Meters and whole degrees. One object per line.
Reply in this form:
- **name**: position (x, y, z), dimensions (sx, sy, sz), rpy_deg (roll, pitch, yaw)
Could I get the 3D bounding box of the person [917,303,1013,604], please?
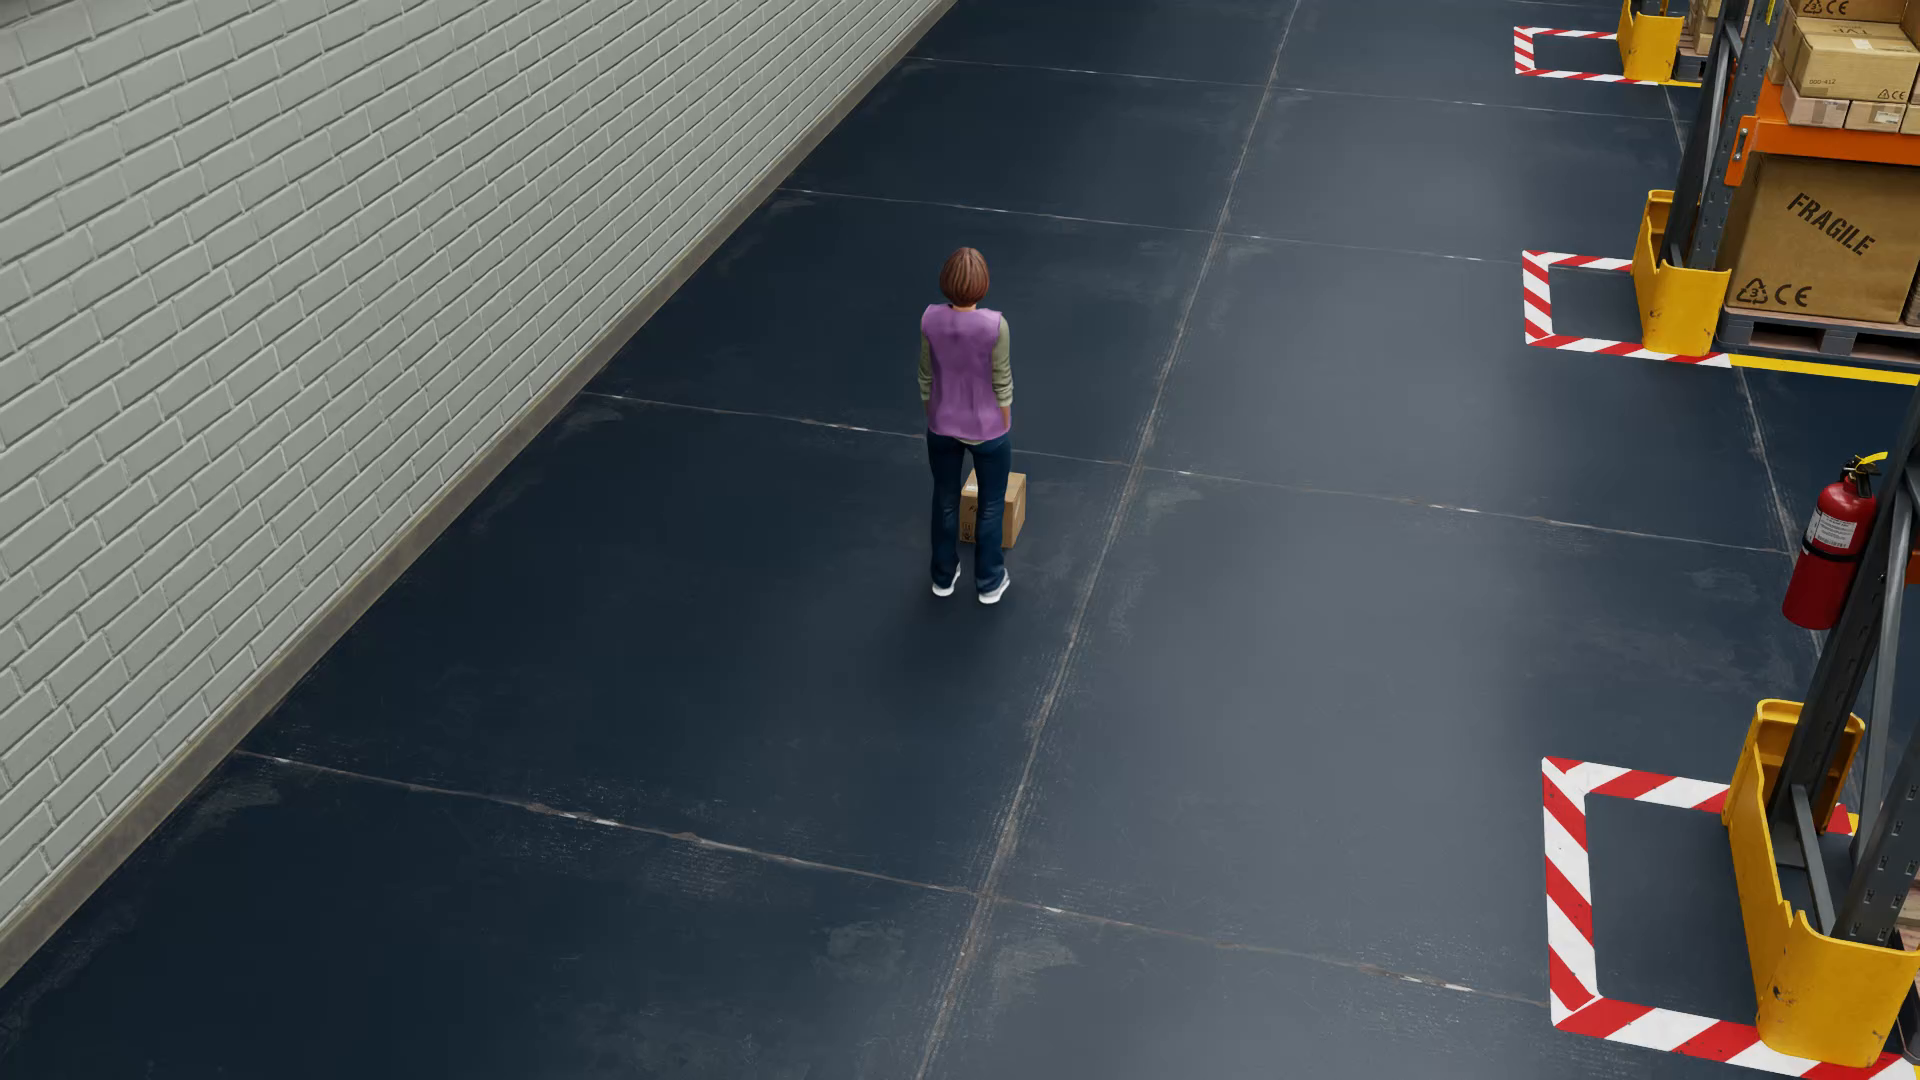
- **person**: position (0.022, -0.366, 6.917), dimensions (0.406, 1.371, 0.300), rpy_deg (9, 34, 13)
